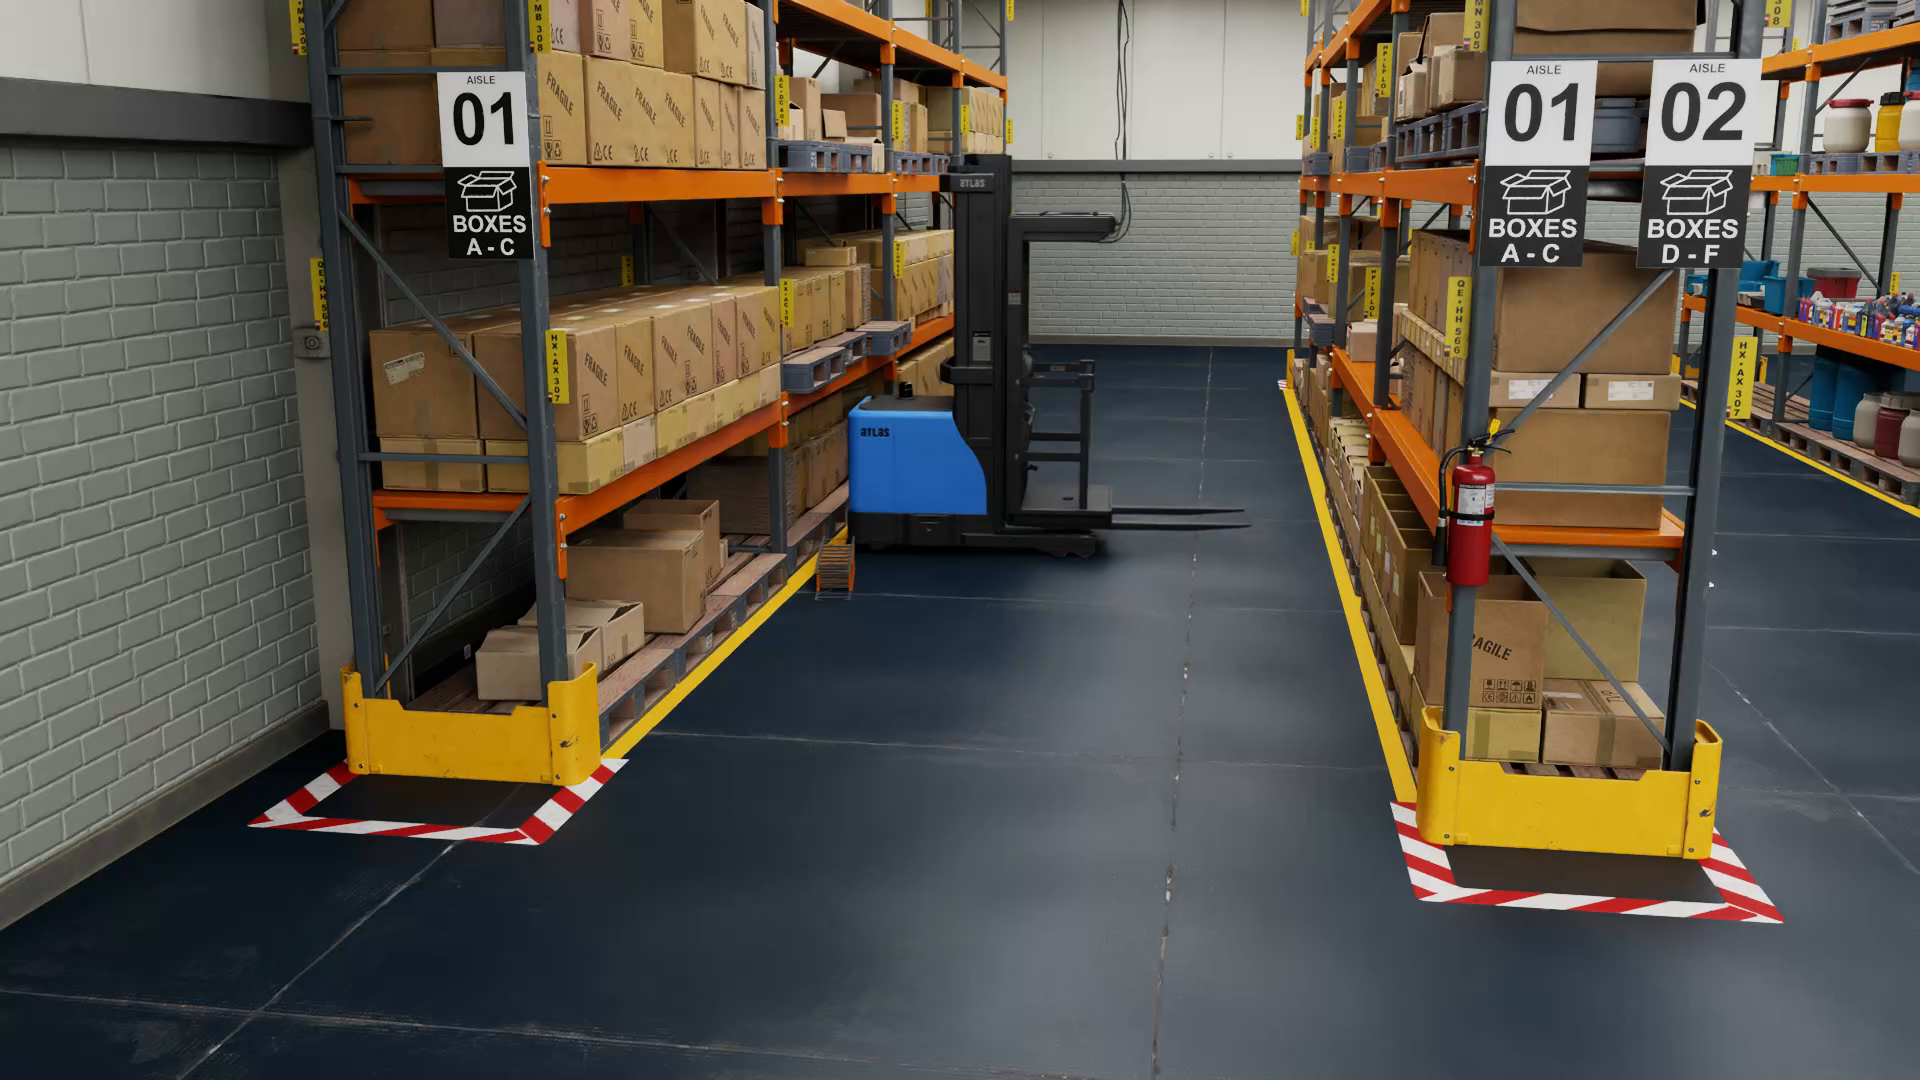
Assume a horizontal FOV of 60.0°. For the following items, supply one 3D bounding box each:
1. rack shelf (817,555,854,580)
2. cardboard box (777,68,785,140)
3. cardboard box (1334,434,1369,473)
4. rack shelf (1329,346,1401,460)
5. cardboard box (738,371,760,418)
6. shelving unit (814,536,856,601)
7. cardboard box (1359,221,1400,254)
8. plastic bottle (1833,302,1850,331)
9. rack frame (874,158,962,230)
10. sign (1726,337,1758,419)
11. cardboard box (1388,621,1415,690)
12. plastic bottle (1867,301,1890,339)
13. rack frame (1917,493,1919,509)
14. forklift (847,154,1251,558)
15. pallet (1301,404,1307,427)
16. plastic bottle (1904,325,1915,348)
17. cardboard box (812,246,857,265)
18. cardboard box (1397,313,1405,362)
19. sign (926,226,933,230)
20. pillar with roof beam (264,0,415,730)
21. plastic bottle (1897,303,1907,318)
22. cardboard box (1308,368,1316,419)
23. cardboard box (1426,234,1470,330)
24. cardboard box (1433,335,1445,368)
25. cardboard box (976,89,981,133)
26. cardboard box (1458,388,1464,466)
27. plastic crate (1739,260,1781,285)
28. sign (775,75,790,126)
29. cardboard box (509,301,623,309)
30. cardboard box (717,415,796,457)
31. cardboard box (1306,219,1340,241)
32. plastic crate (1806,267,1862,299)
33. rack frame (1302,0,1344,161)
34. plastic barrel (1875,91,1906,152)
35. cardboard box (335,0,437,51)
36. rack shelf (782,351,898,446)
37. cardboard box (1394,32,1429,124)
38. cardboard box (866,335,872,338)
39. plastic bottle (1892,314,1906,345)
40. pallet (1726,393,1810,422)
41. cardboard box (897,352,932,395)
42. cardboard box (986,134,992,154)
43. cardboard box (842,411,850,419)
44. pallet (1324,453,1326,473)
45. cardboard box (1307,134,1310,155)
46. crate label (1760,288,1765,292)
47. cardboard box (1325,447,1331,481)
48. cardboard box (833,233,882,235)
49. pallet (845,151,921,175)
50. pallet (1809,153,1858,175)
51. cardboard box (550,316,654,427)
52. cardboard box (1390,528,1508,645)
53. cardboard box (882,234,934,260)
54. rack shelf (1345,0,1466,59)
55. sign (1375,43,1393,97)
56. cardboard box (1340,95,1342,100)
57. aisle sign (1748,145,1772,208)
[{"bbox_3d":[-0.869,0.198,11.608,0.258,0.180,0.103,0,12,-2],"label":"rack shelf"},{"bbox_3d":[-1.551,-3.028,11.571,0.500,0.500,0.500,4,13,17],"label":"cardboard box"},{"bbox_3d":[3.272,-0.690,13.272,0.500,0.311,0.500,2,12,7],"label":"cardboard box"},{"bbox_3d":[3.489,-1.102,12.692,1.077,0.370,4.000,2,12,9],"label":"rack shelf"},{"bbox_3d":[-1.573,-0.921,10.457,0.500,0.250,0.500,2,12,9],"label":"cardboard box"},{"bbox_3d":[-0.871,0.189,11.651,0.258,0.189,1.200,0,12,-2],"label":"shelving unit"},{"bbox_3d":[4.762,-3.329,18.709,0.500,0.500,0.500,2,12,10],"label":"cardboard box"},{"bbox_3d":[8.715,-2.204,16.393,0.152,0.276,0.135,2,12,9],"label":"plastic bottle"},{"bbox_3d":[-0.484,-2.862,19.153,1.000,3.000,0.127,2,12,9],"label":"rack frame"},{"bbox_3d":[3.113,-0.647,6.632,0.100,0.325,0.005,2,12,9],"label":"sign"},{"bbox_3d":[2.496,0.605,8.597,0.500,0.250,0.500,2,12,9],"label":"cardboard box"},{"bbox_3d":[8.572,-2.052,15.512,0.144,0.351,0.185,2,12,9],"label":"plastic bottle"},{"bbox_3d":[8.690,-1.708,13.800,1.000,3.000,0.127,2,12,9],"label":"rack frame"},{"bbox_3d":[0.696,-1.418,12.615,3.031,2.935,1.130,1,12,5],"label":"forklift"},{"bbox_3d":[4.518,-1.482,19.369,1.003,0.211,1.213,2,12,9],"label":"pallet"},{"bbox_3d":[8.417,-1.801,14.702,0.097,0.201,0.097,0,12,0],"label":"plastic bottle"},{"bbox_3d":[-1.123,-2.538,14.827,0.380,0.149,0.250,0,12,1],"label":"cardboard box"},{"bbox_3d":[3.396,-1.355,11.923,0.500,0.500,0.500,3,12,13],"label":"cardboard box"},{"bbox_3d":[-0.416,-4.176,23.007,0.100,0.325,0.005,2,12,9],"label":"sign"},{"bbox_3d":[1.177,-3.331,7.089,9.100,9.000,0.400,2,12,9],"label":"pillar with roof beam"},{"bbox_3d":[9.304,-2.205,16.409,0.097,0.271,0.097,0,12,0],"label":"plastic bottle"},{"bbox_3d":[4.096,-1.603,18.199,0.500,0.500,0.500,1,12,6],"label":"cardboard box"},{"bbox_3d":[2.965,-1.418,9.136,0.700,0.500,0.500,2,12,9],"label":"cardboard box"},{"bbox_3d":[2.673,-0.979,8.639,0.380,0.149,0.250,2,12,8],"label":"cardboard box"},{"bbox_3d":[-0.024,-5.122,19.863,0.500,0.500,0.500,2,12,7],"label":"cardboard box"},{"bbox_3d":[2.726,-0.459,7.768,0.700,0.500,0.500,2,12,10],"label":"cardboard box"},{"bbox_3d":[10.053,-3.345,21.166,0.616,0.435,0.499,2,12,9],"label":"plastic crate"},{"bbox_3d":[-1.177,-2.900,10.981,0.100,0.325,0.005,2,12,9],"label":"sign"},{"bbox_3d":[-2.227,-1.089,9.455,0.500,0.500,0.500,2,12,9],"label":"cardboard box"},{"bbox_3d":[-1.553,-0.802,12.703,0.500,0.250,0.500,2,12,7],"label":"cardboard box"},{"bbox_3d":[4.387,-3.565,19.806,0.500,0.500,0.500,2,12,9],"label":"cardboard box"},{"bbox_3d":[9.690,-2.779,18.476,0.402,0.464,0.583,2,12,9],"label":"plastic crate"},{"bbox_3d":[5.026,-6.468,21.644,1.000,3.000,0.127,2,12,9],"label":"rack frame"},{"bbox_3d":[9.365,-4.108,16.372,0.600,0.588,0.600,0,12,0],"label":"plastic barrel"},{"bbox_3d":[-2.522,-2.476,7.584,0.500,0.500,0.500,2,12,11],"label":"cardboard box"},{"bbox_3d":[-1.407,-1.261,13.434,1.077,0.370,4.000,2,12,9],"label":"rack shelf"},{"bbox_3d":[2.843,-2.730,9.852,0.500,0.500,0.500,3,13,13],"label":"cardboard box"},{"bbox_3d":[-0.820,-1.977,15.597,0.380,0.149,0.250,2,12,8],"label":"cardboard box"},{"bbox_3d":[8.462,-1.896,14.976,0.097,0.271,0.097,0,12,0],"label":"plastic bottle"},{"bbox_3d":[9.565,-1.587,19.856,1.003,0.211,1.213,2,12,9],"label":"pallet"},{"bbox_3d":[-0.715,-1.515,17.008,0.750,0.750,0.750,2,12,8],"label":"cardboard box"},{"bbox_3d":[0.127,-4.964,20.908,0.500,0.250,0.500,2,12,7],"label":"cardboard box"},{"bbox_3d":[-1.158,-0.871,14.803,0.700,0.500,0.500,2,12,9],"label":"cardboard box"},{"bbox_3d":[3.948,-0.661,15.558,1.003,0.211,1.213,2,12,9],"label":"pallet"},{"bbox_3d":[4.455,-4.762,20.018,0.500,0.250,0.500,2,12,9],"label":"cardboard box"},{"bbox_3d":[9.896,-2.980,20.184,0.396,0.136,0.243,2,12,9],"label":"crate label"},{"bbox_3d":[3.425,-0.631,14.332,0.500,0.250,0.500,2,12,8],"label":"cardboard box"},{"bbox_3d":[-1.043,-3.023,17.131,0.500,0.250,0.500,2,12,7],"label":"cardboard box"},{"bbox_3d":[-1.053,-3.539,15.623,1.213,0.211,1.003,2,12,11],"label":"pallet"},{"bbox_3d":[9.281,-3.749,16.596,1.213,0.211,1.003,2,12,9],"label":"pallet"},{"bbox_3d":[-1.873,-0.859,8.389,0.500,0.500,0.500,2,12,9],"label":"cardboard box"},{"bbox_3d":[2.494,0.238,8.518,0.500,0.500,0.500,2,12,9],"label":"cardboard box"},{"bbox_3d":[-0.547,-3.009,17.063,0.500,0.250,0.500,2,12,7],"label":"cardboard box"},{"bbox_3d":[3.489,-3.839,12.103,1.077,0.370,4.000,2,12,9],"label":"rack shelf"},{"bbox_3d":[2.643,-2.925,10.353,0.100,0.325,0.005,2,12,9],"label":"sign"},{"bbox_3d":[4.181,-4.229,16.906,0.600,0.600,0.600,2,12,8],"label":"cardboard box"},{"bbox_3d":[10.221,-4.650,21.279,0.394,0.787,0.004,2,12,9],"label":"aisle sign"}]
